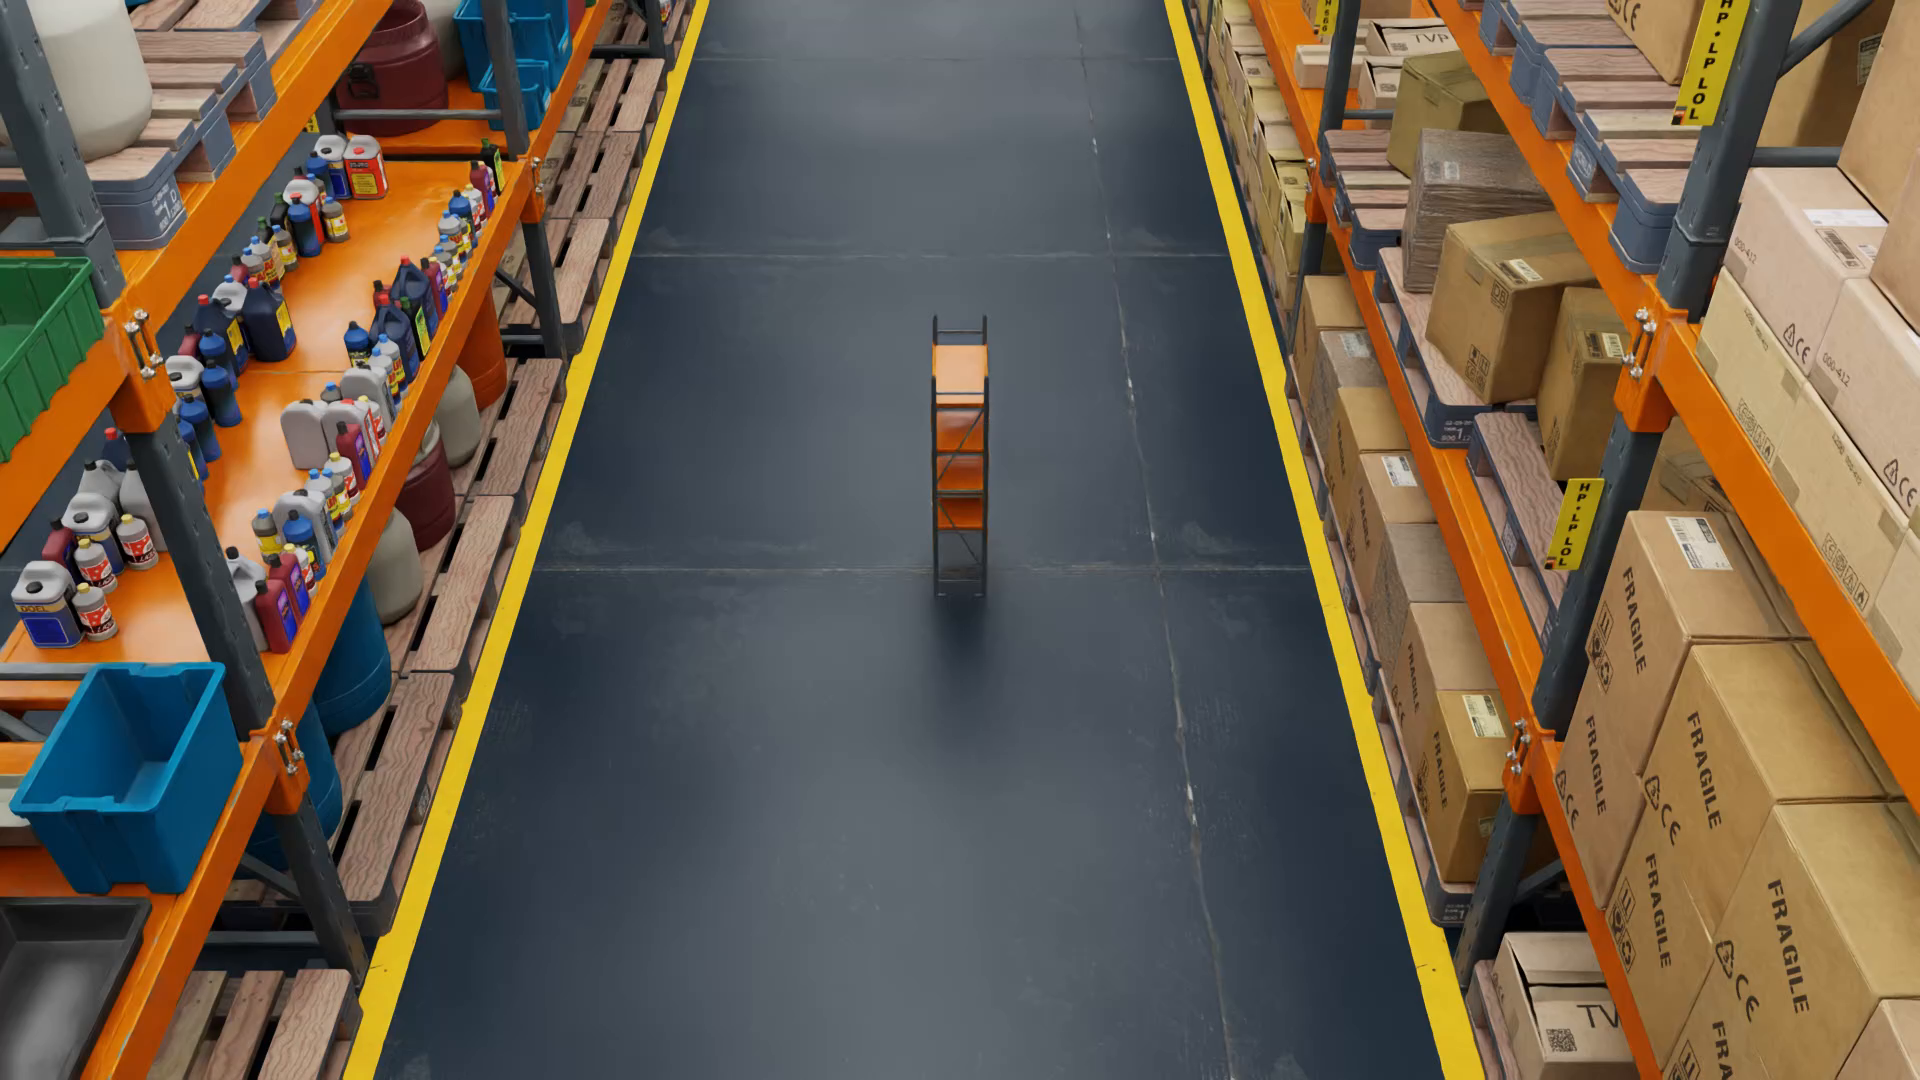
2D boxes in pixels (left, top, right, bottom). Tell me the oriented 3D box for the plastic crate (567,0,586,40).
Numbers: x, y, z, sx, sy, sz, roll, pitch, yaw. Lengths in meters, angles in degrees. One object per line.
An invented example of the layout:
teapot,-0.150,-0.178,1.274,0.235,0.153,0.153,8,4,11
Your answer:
plastic crate,-2.355,-3.129,9.450,0.402,0.464,0.583,0,39,0

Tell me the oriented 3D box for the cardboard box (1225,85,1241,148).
cardboard box,2.045,-2.791,10.942,0.500,0.250,0.500,-1,39,-1

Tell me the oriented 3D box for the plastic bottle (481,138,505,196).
plastic bottle,-2.232,-1.795,7.930,0.061,0.283,0.133,0,39,0

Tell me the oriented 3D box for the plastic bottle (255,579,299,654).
plastic bottle,-2.228,0.224,5.410,0.061,0.283,0.133,0,39,0

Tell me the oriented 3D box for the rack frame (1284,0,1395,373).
rack frame,2.294,-2.094,8.210,1.000,3.000,0.127,0,39,0

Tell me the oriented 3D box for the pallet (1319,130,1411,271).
pallet,2.365,-1.596,7.741,1.213,0.211,1.003,0,39,0

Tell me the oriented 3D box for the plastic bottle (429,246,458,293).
plastic bottle,-2.249,-1.181,7.230,0.097,0.201,0.097,0,39,0

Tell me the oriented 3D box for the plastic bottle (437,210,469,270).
plastic bottle,-2.249,-1.330,7.360,0.097,0.271,0.097,0,39,0

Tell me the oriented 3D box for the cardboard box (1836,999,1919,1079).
cardboard box,2.021,1.240,3.170,0.500,0.500,0.500,1,39,1

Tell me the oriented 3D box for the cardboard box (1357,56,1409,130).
cardboard box,2.337,-2.287,8.522,0.500,0.311,0.500,2,39,3

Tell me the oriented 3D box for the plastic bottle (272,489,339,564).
plastic bottle,-2.275,-0.062,5.773,0.152,0.276,0.135,0,39,0

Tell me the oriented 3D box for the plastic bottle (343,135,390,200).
plastic bottle,-2.830,-1.774,7.910,0.152,0.276,0.135,0,39,0

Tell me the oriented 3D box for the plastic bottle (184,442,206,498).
plastic bottle,-2.839,-0.263,5.964,0.144,0.351,0.185,0,39,0

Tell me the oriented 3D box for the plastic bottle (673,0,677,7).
plastic bottle,-2.250,-4.238,12.651,0.144,0.351,0.185,1,39,1

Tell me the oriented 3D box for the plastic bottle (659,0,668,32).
plastic bottle,-2.226,-3.901,12.295,0.097,0.271,0.097,0,39,0

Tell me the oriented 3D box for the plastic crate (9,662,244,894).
plastic crate,-2.313,0.683,4.710,0.392,0.384,0.575,0,39,0

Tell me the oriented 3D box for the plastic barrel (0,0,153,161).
plastic barrel,-2.404,-1.308,4.387,0.433,0.535,0.433,0,39,0

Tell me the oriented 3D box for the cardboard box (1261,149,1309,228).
cardboard box,2.040,-2.056,9.578,0.500,0.311,0.500,-1,39,-1

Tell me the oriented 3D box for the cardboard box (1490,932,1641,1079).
cardboard box,2.083,1.547,5.464,0.500,0.311,0.500,0,39,0

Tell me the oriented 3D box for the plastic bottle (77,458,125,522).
plastic bottle,-2.983,-0.147,5.820,0.144,0.351,0.185,0,39,0

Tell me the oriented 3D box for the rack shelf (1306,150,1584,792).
rack shelf,2.297,-0.563,6.875,1.077,0.370,4.000,0,39,0

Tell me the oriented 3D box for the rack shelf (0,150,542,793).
rack shelf,-2.657,-0.562,6.873,1.077,0.370,4.000,0,39,0

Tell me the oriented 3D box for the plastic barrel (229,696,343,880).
plastic barrel,-2.638,0.723,6.037,0.600,0.901,0.708,0,39,0

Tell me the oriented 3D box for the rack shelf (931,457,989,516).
rack shelf,0.000,-0.312,7.533,0.258,0.148,0.480,0,39,0

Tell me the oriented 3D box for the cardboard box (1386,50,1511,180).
cardboard box,2.408,-1.904,7.556,0.700,0.500,0.500,-12,40,-15

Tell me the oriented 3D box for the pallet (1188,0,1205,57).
pallet,2.331,-4.005,12.824,1.003,0.211,1.213,0,39,0

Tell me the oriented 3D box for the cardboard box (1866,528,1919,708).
cardboard box,2.048,0.225,3.038,0.500,0.250,0.500,0,39,0

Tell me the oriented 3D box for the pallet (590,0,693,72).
pallet,-2.623,-3.926,12.726,1.003,0.211,1.213,0,39,0

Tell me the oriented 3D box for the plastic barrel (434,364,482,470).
plastic barrel,-2.552,-0.627,8.033,0.421,0.512,0.421,0,39,0

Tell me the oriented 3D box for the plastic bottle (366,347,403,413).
plastic bottle,-2.248,-0.628,6.483,0.097,0.271,0.097,0,39,0

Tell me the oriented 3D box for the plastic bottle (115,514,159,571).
plastic bottle,-2.854,-0.001,5.756,0.097,0.201,0.097,0,39,0

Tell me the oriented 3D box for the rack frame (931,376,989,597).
rack frame,0.000,-0.212,7.301,0.240,1.200,0.015,0,39,0

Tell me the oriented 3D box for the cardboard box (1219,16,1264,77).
cardboard box,2.036,-3.334,11.171,0.500,0.311,0.500,0,39,-1

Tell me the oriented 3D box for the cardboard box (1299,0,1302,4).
cardboard box,2.275,-3.512,9.899,0.500,0.500,0.500,0,39,0

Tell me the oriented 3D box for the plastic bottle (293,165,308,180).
plastic bottle,-3.027,-1.571,7.651,0.061,0.283,0.133,0,39,0

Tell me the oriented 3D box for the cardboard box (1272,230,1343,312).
cardboard box,2.050,-1.514,9.349,0.500,0.250,0.500,1,39,1

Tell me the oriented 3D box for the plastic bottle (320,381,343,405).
plastic bottle,-2.400,-0.516,6.400,0.097,0.201,0.097,0,39,0

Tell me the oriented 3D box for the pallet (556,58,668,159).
pallet,-2.624,-3.015,11.589,1.003,0.211,1.213,0,39,0

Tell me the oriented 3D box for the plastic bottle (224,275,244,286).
plastic bottle,-3.008,-0.977,6.919,0.097,0.271,0.097,0,39,0

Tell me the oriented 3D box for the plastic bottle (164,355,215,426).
plastic bottle,-2.980,-0.563,6.398,0.152,0.276,0.135,0,39,0

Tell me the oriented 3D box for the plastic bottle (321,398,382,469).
plastic bottle,-2.275,-0.412,6.210,0.152,0.276,0.135,0,39,0

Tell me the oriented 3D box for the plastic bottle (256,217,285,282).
plastic bottle,-3.027,-1.259,7.262,0.061,0.283,0.133,0,39,0

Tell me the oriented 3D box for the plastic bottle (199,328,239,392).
plastic bottle,-2.946,-0.717,6.594,0.097,0.271,0.097,0,39,0

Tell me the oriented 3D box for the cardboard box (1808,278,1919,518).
cardboard box,2.053,-0.283,3.272,0.500,0.250,0.500,0,39,0

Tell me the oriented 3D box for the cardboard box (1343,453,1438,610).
cardboard box,2.017,-0.038,7.292,0.500,0.500,0.500,-1,39,-2

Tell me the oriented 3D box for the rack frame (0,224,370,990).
rack frame,-2.655,0.408,5.087,1.000,3.000,0.127,0,39,0

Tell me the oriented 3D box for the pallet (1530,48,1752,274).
pallet,2.368,-1.098,4.719,1.213,0.211,1.003,0,39,0

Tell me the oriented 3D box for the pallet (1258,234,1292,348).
pallet,2.332,-1.521,9.725,1.003,0.211,1.213,0,39,0

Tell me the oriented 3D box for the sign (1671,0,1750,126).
sign,1.744,-1.116,3.863,0.100,0.325,0.005,0,39,0

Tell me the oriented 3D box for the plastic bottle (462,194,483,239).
plastic bottle,-2.250,-1.486,7.610,0.097,0.201,0.097,0,39,0

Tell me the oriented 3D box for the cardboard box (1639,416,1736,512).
cardboard box,2.522,-0.092,5.296,0.700,0.500,0.500,-13,40,-15

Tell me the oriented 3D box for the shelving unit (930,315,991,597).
shelving unit,0.000,-0.365,7.491,0.258,1.200,0.503,0,39,0
